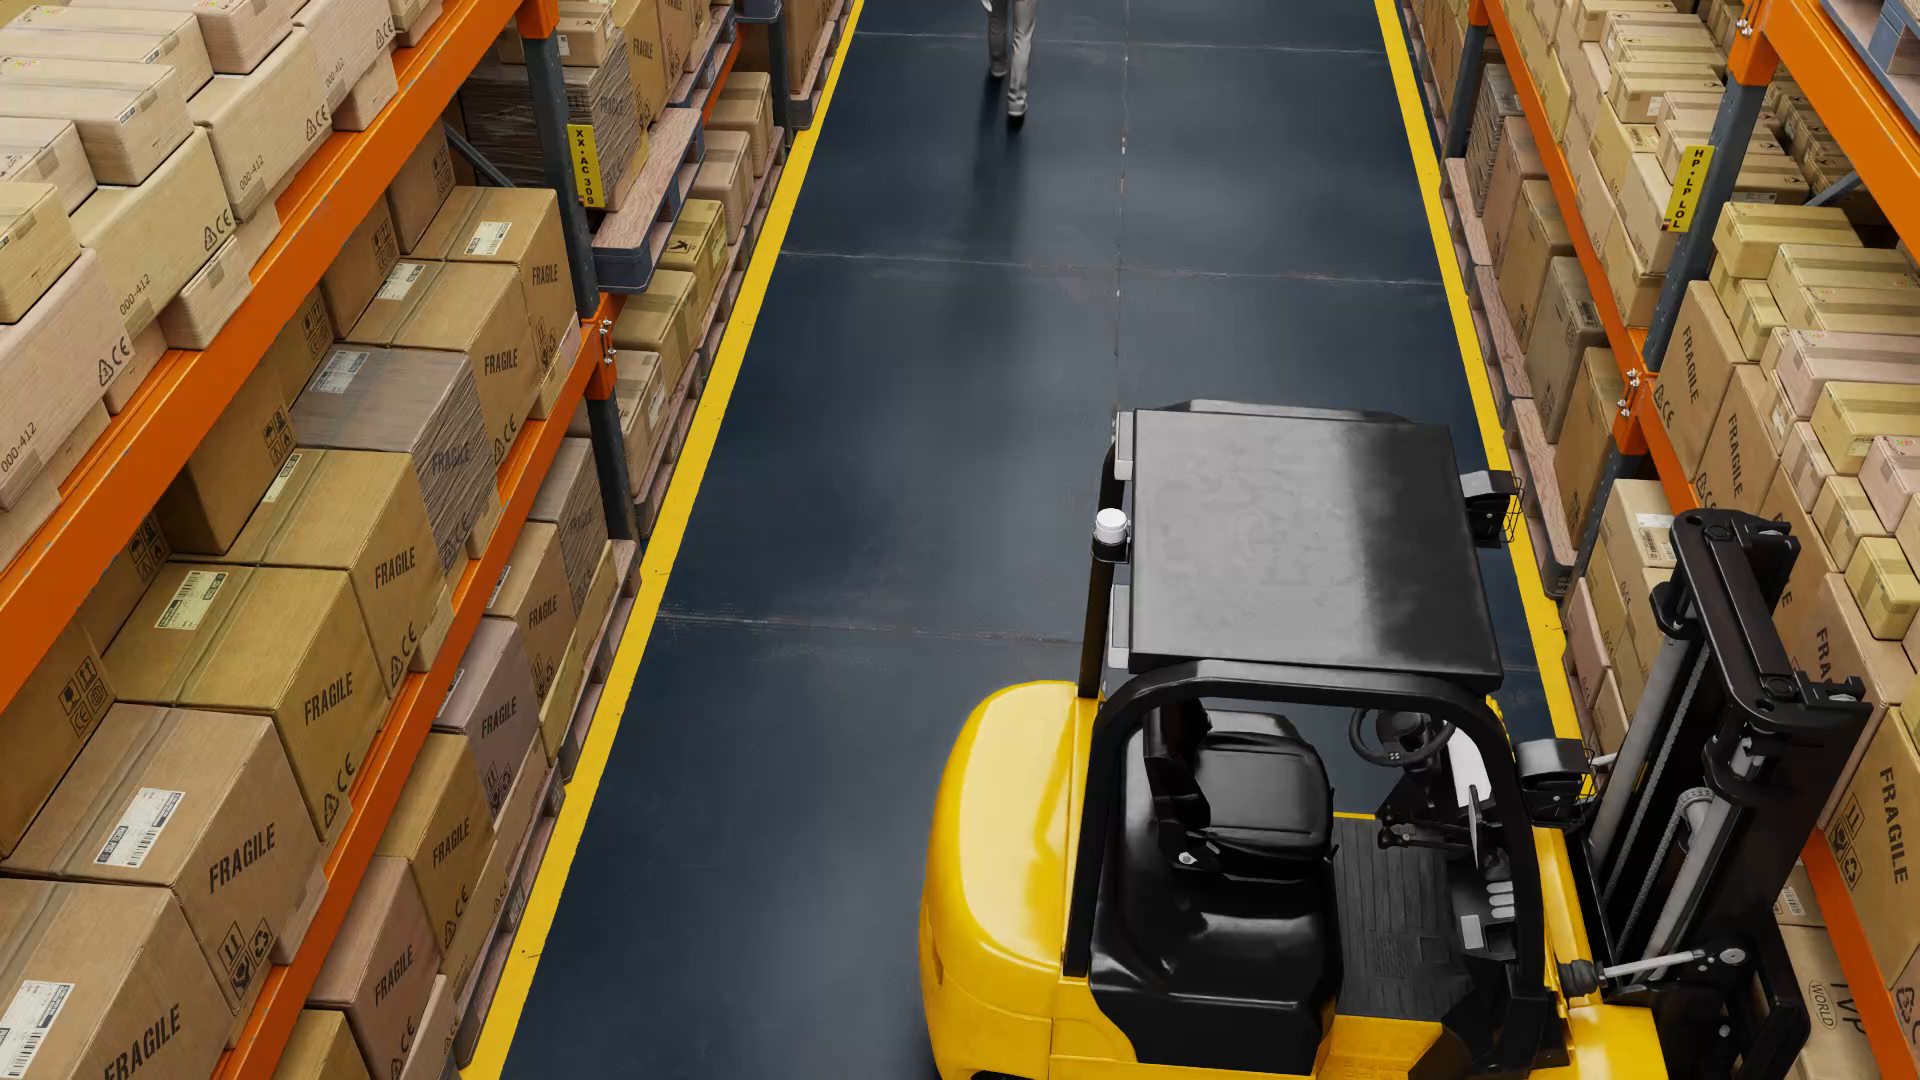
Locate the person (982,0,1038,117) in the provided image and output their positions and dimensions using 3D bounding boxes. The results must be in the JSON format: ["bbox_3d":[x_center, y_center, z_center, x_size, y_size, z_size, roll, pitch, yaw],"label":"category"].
[{"bbox_3d":[0.337,-3.545,10.306,0.477,1.636,0.993,3,40,4],"label":"person"}]
